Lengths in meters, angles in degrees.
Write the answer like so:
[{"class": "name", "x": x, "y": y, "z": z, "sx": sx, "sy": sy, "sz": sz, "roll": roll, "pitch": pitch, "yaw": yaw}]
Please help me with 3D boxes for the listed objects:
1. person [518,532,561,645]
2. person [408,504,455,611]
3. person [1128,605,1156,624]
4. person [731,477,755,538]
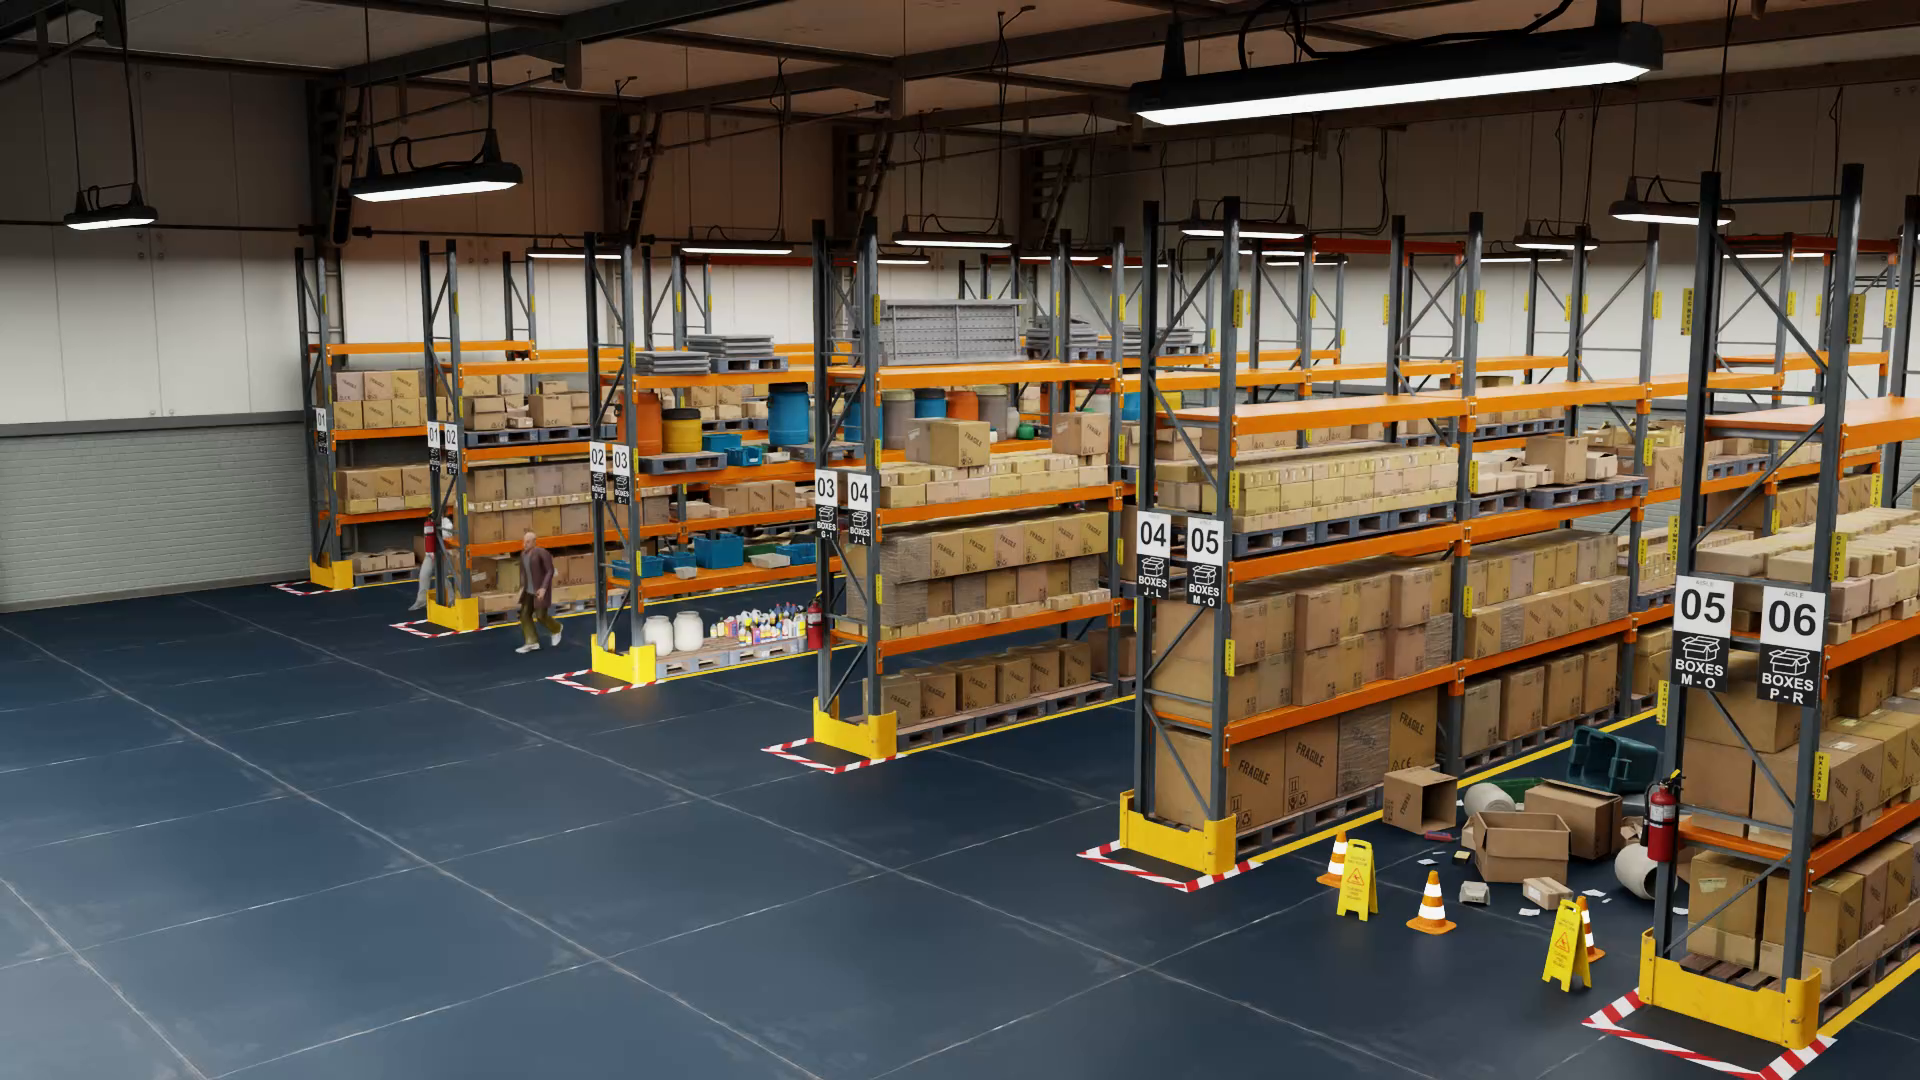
[{"class": "person", "x": -6.156, "y": 0.751, "z": 24.374, "sx": 0.673, "sy": 1.572, "sz": 0.597, "roll": 5, "pitch": 10, "yaw": 28}, {"class": "person", "x": -8.765, "y": 0.287, "z": 27.562, "sx": 0.561, "sy": 1.759, "sz": 0.745, "roll": 6, "pitch": 10, "yaw": 34}, {"class": "person", "x": 2.666, "y": 0.630, "z": 25.003, "sx": 1.067, "sy": 1.723, "sz": 0.635, "roll": -7, "pitch": 11, "yaw": -40}, {"class": "person", "x": -4.246, "y": -0.370, "z": 32.151, "sx": 0.571, "sy": 1.723, "sz": 0.750, "roll": 5, "pitch": 10, "yaw": 32}]
